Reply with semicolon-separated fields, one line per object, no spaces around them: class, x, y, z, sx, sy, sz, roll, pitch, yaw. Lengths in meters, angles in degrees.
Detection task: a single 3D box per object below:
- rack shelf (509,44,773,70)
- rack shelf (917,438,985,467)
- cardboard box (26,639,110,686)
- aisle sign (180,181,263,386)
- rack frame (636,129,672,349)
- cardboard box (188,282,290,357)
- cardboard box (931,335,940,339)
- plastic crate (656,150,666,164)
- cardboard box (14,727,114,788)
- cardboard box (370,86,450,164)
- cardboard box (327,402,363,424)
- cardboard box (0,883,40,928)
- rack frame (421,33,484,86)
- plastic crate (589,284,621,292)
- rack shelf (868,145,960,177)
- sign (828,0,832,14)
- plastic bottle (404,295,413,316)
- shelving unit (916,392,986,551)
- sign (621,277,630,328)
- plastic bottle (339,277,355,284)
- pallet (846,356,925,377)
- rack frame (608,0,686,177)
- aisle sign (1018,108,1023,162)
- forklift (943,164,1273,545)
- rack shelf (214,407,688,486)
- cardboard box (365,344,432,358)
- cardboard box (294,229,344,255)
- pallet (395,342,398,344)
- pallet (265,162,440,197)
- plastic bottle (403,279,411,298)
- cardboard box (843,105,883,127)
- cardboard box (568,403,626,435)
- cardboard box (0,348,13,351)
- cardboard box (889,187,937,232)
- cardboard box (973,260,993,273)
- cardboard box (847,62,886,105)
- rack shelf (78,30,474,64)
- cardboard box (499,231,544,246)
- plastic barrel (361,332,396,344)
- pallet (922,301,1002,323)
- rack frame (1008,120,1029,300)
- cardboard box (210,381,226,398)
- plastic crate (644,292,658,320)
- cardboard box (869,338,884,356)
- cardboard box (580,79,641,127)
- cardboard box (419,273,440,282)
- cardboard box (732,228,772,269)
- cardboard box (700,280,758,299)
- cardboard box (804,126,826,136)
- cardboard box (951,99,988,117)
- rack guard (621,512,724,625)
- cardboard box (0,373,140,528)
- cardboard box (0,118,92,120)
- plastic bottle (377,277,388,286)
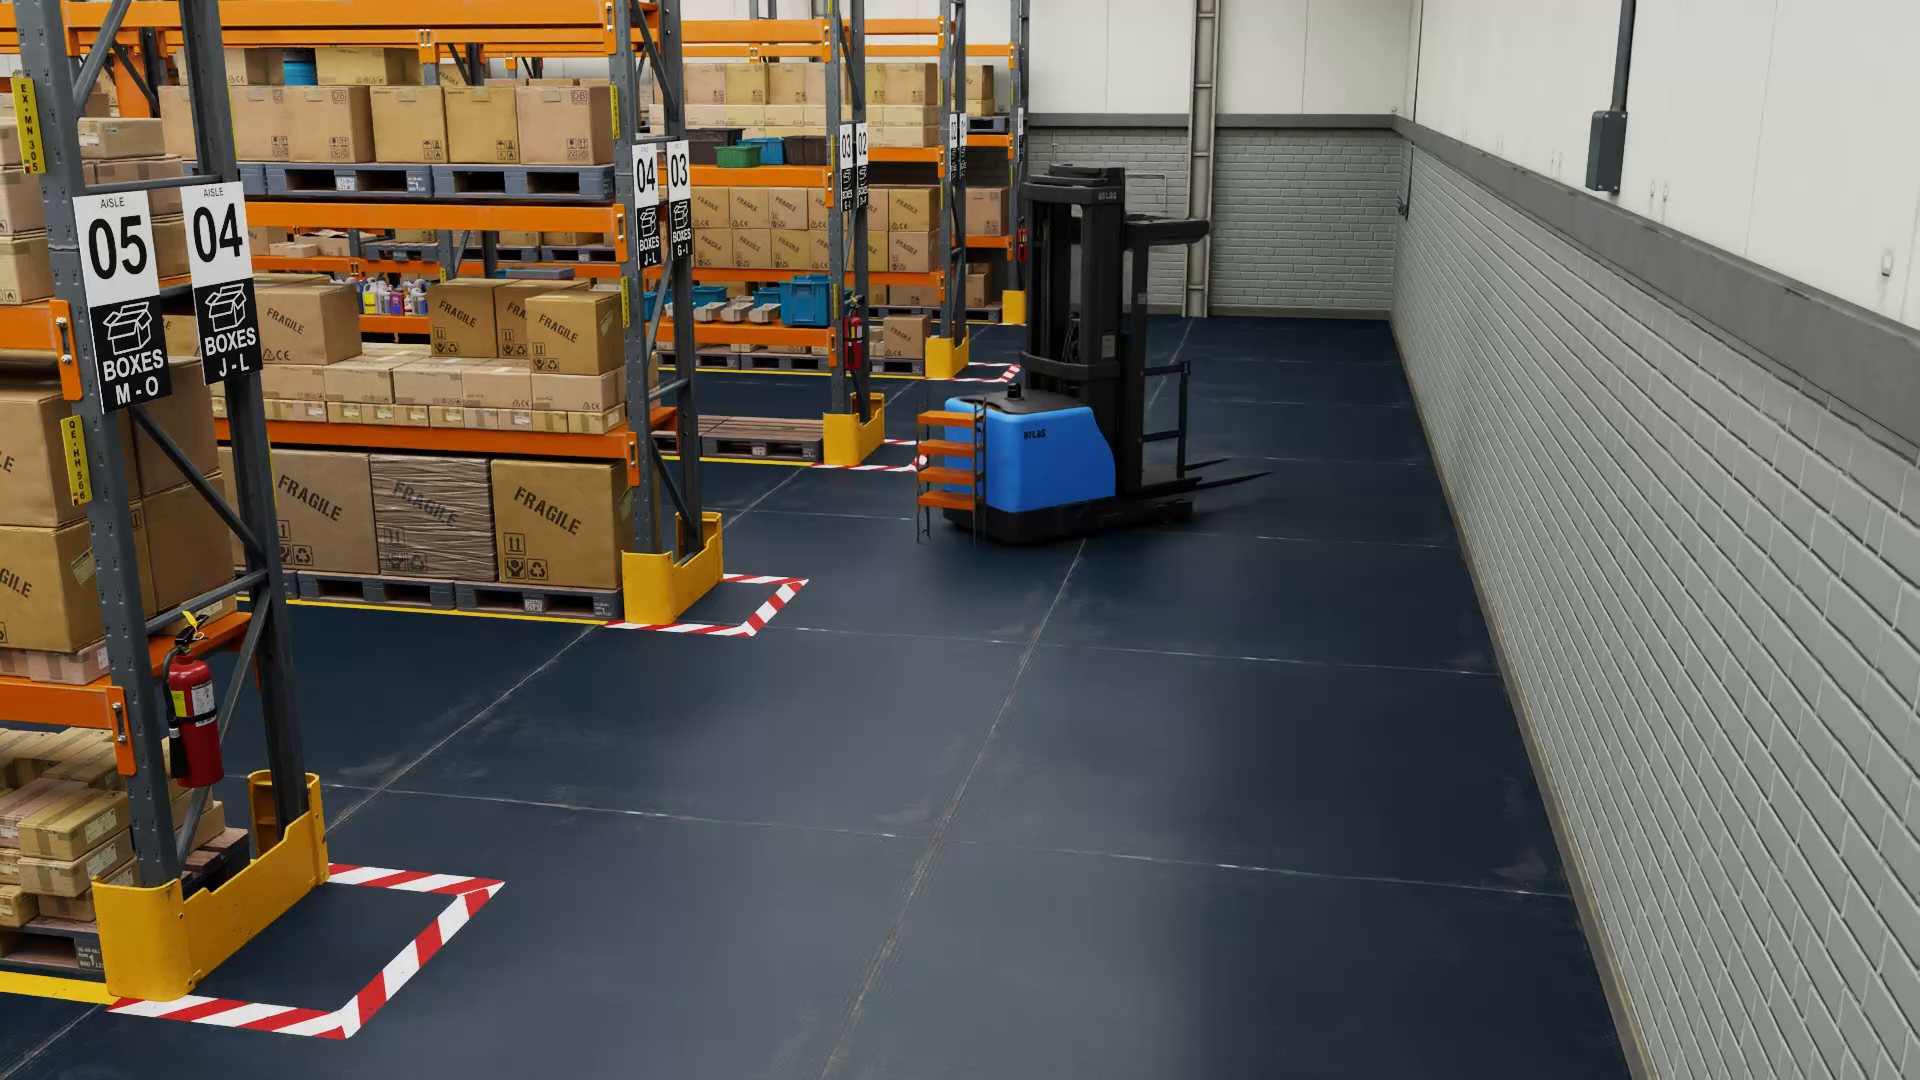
rack shelf;-4.981;-7.579;26.093;4.000;0.370;1.077;3;16;11
rack shelf;-0.069;-0.693;13.162;0.480;0.148;0.258;6;17;21
cardboard box;-3.526;0.449;6.723;0.250;0.149;0.380;3;16;11
aisle sign;-3.019;-1.056;6.816;0.004;0.787;0.394;3;16;11
rack frame;-4.005;-3.825;21.682;0.127;3.000;1.000;3;16;11
cardboard box;-5.083;-1.546;11.772;0.500;0.500;0.500;3;16;11
cardboard box;-0.427;-2.563;21.640;0.250;0.149;0.380;3;16;11
plastic crate;-3.150;-3.680;16.034;0.530;0.136;0.437;3;16;11
cardboard box;-4.111;1.009;7.669;0.250;0.149;0.380;3;16;11
cardboard box;-3.627;-2.855;11.400;0.500;0.500;0.700;2;16;7
cardboard box;-4.231;-0.927;11.692;0.250;0.149;0.380;3;16;9
cardboard box;-3.980;1.482;7.076;0.250;0.149;0.380;4;16;13
rack frame;-4.995;-5.421;16.204;0.127;3.000;1.000;3;16;11
plastic crate;-3.536;-2.372;16.545;0.530;0.282;0.437;3;16;11
rack shelf;-2.045;-4.817;20.993;4.000;0.370;1.077;3;16;11
sign;-1.169;-4.908;14.956;0.005;0.325;0.100;3;16;11
plastic bottle;-5.565;-2.369;16.798;0.097;0.201;0.097;0;15;0
shelving unit;-0.069;-0.543;13.203;0.503;1.200;0.258;6;17;21
sign;-2.184;-1.552;10.863;0.005;0.325;0.100;3;16;11
plastic bottle;-6.508;-2.656;17.692;0.135;0.276;0.152;3;16;11
pallet;-0.941;-2.314;21.452;1.213;0.211;1.003;3;16;11
rack frame;-2.063;-3.912;10.758;0.127;3.000;1.000;3;16;11
aisle sign;0.909;-6.079;24.948;0.004;0.787;0.394;3;16;11
forklift;1.365;-1.659;13.989;3.031;2.935;1.130;-10;18;-33
rack shelf;-4.023;-0.781;12.039;4.000;0.370;1.077;3;16;11
cardboard box;-3.994;-1.268;12.175;0.500;0.250;0.500;3;16;10
cardboard box;-8.762;-4.093;22.816;0.500;0.311;0.500;3;16;10
pallet;-7.200;-2.644;22.643;1.213;0.211;1.003;3;16;11
pallet;-3.991;-2.525;11.535;1.213;0.211;1.003;3;16;11
plastic bottle;-5.840;-2.624;17.589;0.097;0.271;0.097;0;15;0
cardboard box;-1.129;-5.214;20.420;0.500;0.250;0.500;3;16;11
cardboard box;-2.477;-0.833;11.350;0.250;0.149;0.380;3;16;12
cardboard box;-6.979;-1.263;12.247;0.500;0.500;0.500;4;16;13
cardboard box;-0.576;-4.094;20.592;0.500;0.500;0.500;3;16;11
cardboard box;0.355;-4.275;25.988;0.250;0.149;0.380;3;16;11
cardboard box;-1.065;-5.660;20.625;0.500;0.500;0.700;3;16;11
rack shelf;-6.955;-4.988;16.737;4.000;0.370;1.077;3;16;11
cardboard box;-5.748;-4.153;21.893;0.500;0.500;0.700;-1;16;-3
plastic barrel;-6.219;-1.792;17.485;0.708;0.901;0.600;3;16;11
pallet;0.099;-3.586;26.044;1.213;0.211;1.003;3;16;11
rack frame;0.899;-4.908;25.592;0.127;3.000;1.000;3;16;11
cardboard box;-5.088;-1.184;11.869;0.500;0.250;0.500;3;16;11
plastic crate;-3.139;-2.307;16.403;0.300;0.233;0.416;3;16;11
cardboard box;-1.046;-2.468;21.267;0.250;0.166;0.380;3;16;11
cardboard box;-4.484;-5.615;21.365;0.600;0.600;0.600;2;16;6
cardboard box;-8.631;-4.443;27.770;0.500;0.500;0.700;3;16;11
cardboard box;-2.567;-3.721;21.119;0.500;0.500;0.500;3;16;11
cardboard box;-3.684;-4.288;26.593;0.750;0.750;0.750;3;16;12
cardboard box;-1.621;-4.997;20.573;0.500;0.250;0.500;3;16;11
cardboard box;0.128;-6.502;25.032;0.500;0.250;0.500;4;16;13
rack guard;-2.039;0.185;11.888;0.348;0.500;1.175;3;16;11
cardboard box;-3.648;-0.361;6.561;0.500;0.500;0.500;3;16;10
cardboard box;-3.668;-1.630;6.737;0.250;0.149;0.380;4;16;13
plastic bottle;-6.140;-2.652;17.664;0.133;0.283;0.061;3;16;11
